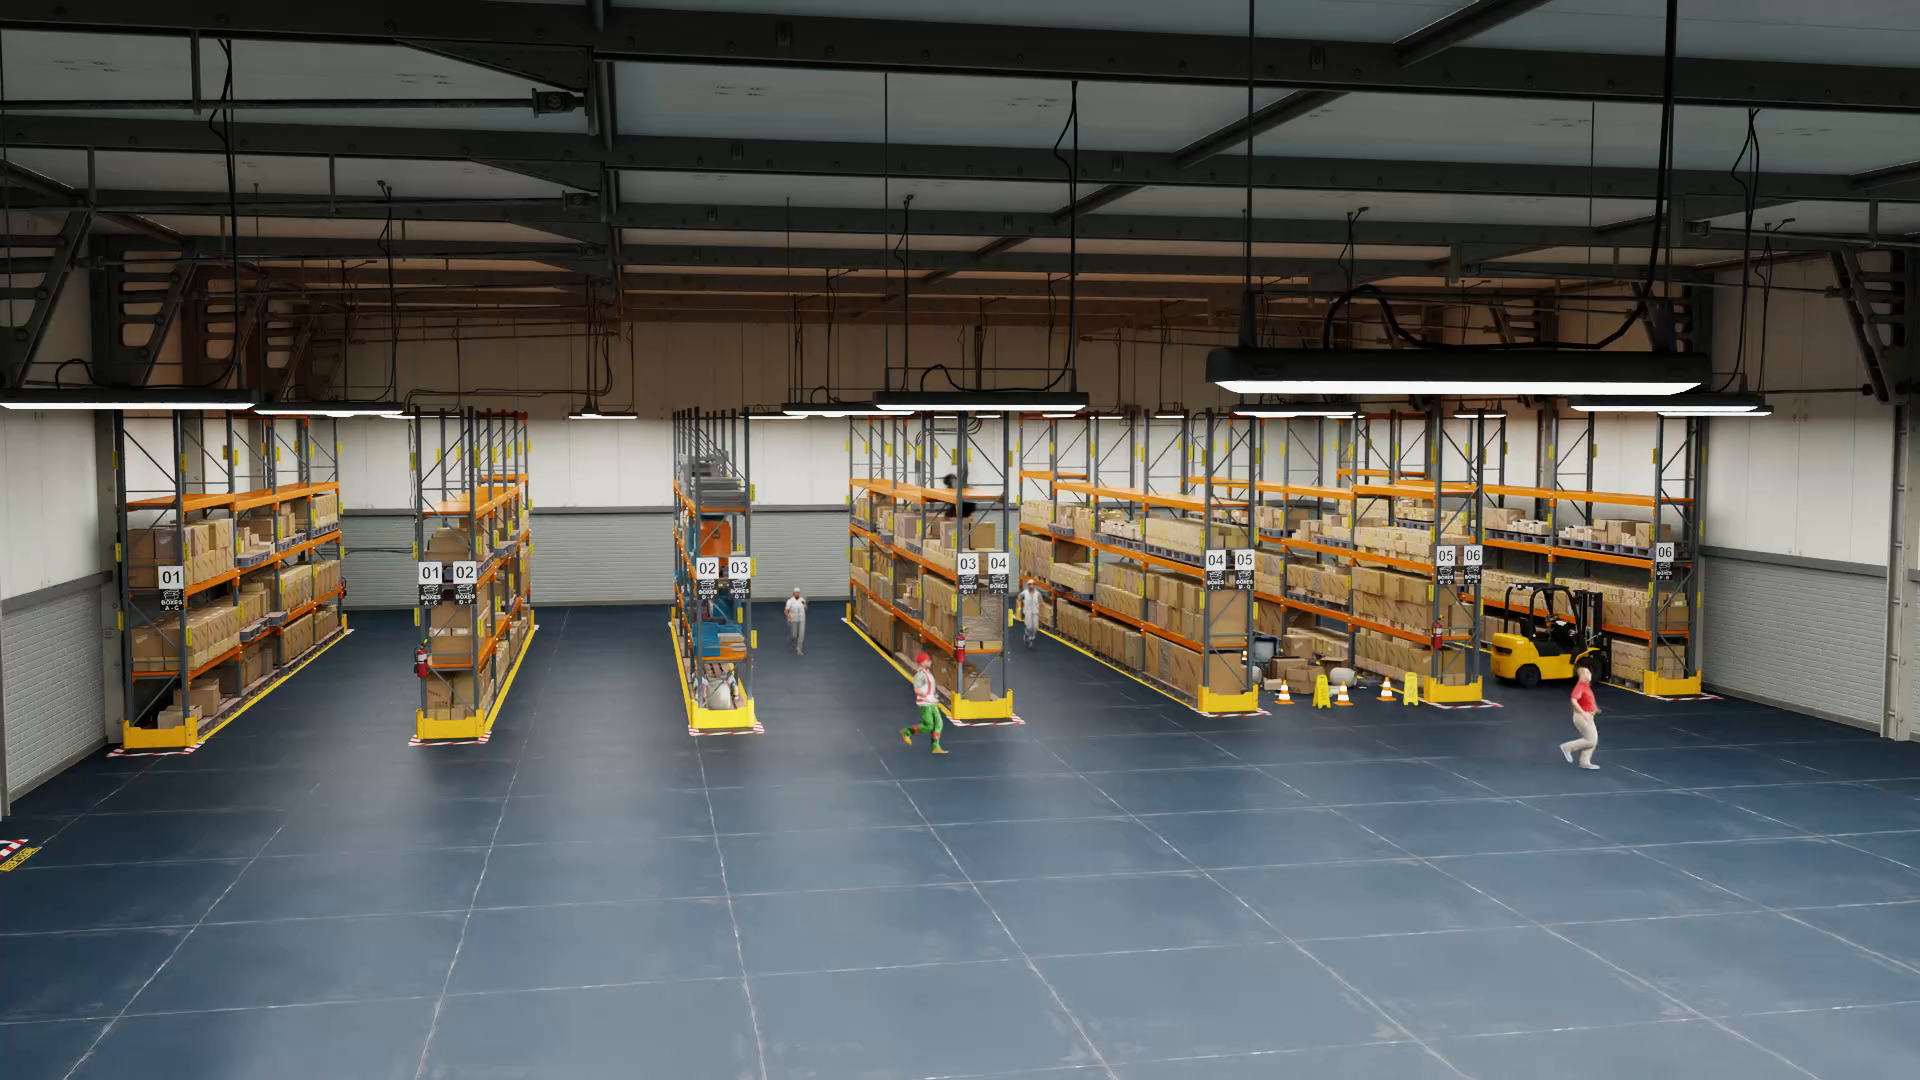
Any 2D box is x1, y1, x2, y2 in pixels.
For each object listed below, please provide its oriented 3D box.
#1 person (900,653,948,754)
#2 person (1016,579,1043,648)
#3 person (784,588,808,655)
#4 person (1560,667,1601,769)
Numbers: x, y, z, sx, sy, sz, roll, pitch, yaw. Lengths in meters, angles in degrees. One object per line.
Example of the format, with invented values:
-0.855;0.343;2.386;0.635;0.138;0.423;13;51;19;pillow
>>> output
-0.606;2.815;28.675;0.848;1.748;0.669;1;4;16;person
1.789;1.862;41.752;0.651;1.742;0.640;-1;4;-13;person
-4.043;2.002;41.103;0.586;1.643;0.685;-2;4;-21;person
10.237;2.932;27.411;0.619;1.677;0.679;2;4;23;person
